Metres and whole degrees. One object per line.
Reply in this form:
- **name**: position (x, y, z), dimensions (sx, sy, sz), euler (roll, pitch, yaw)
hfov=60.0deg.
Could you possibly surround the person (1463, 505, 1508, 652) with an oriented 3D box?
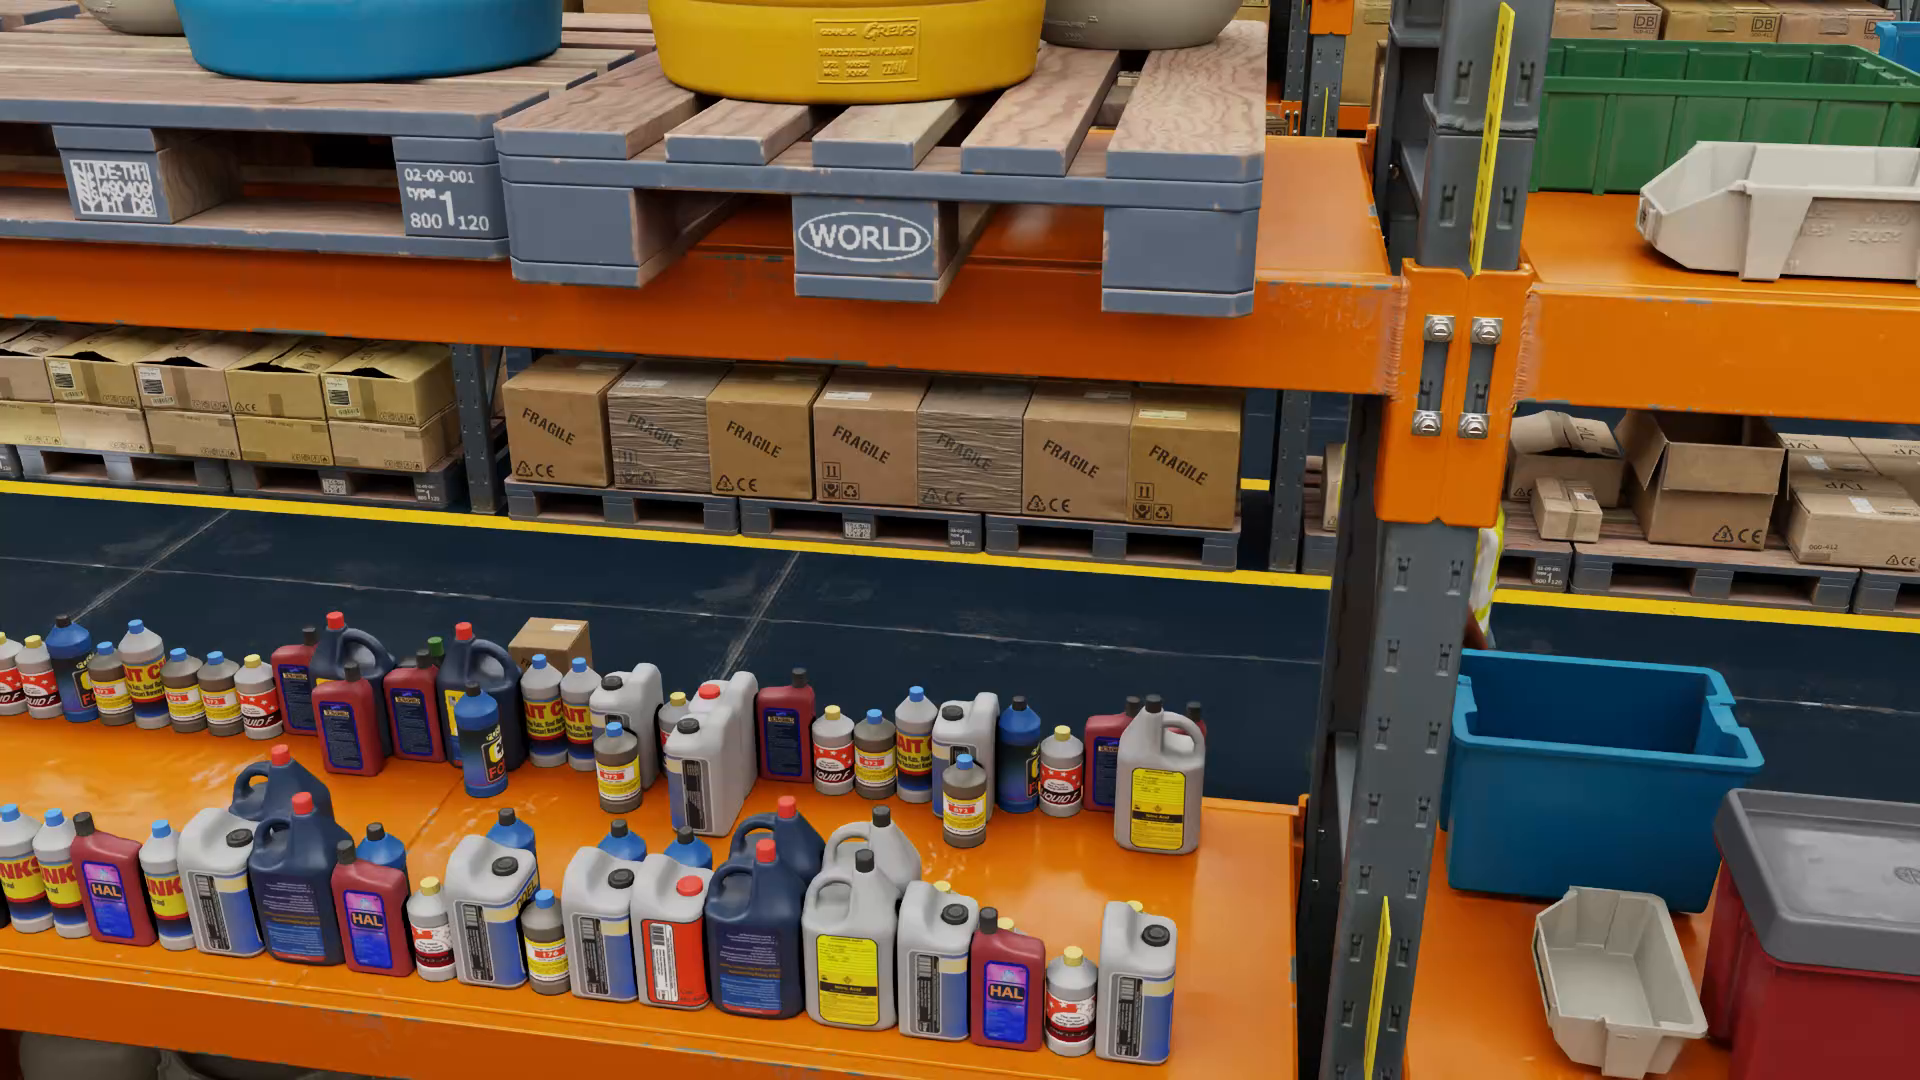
- **person**: position (1.679, 0.307, 5.417), dimensions (0.958, 1.679, 0.580), euler (9, 26, 19)
